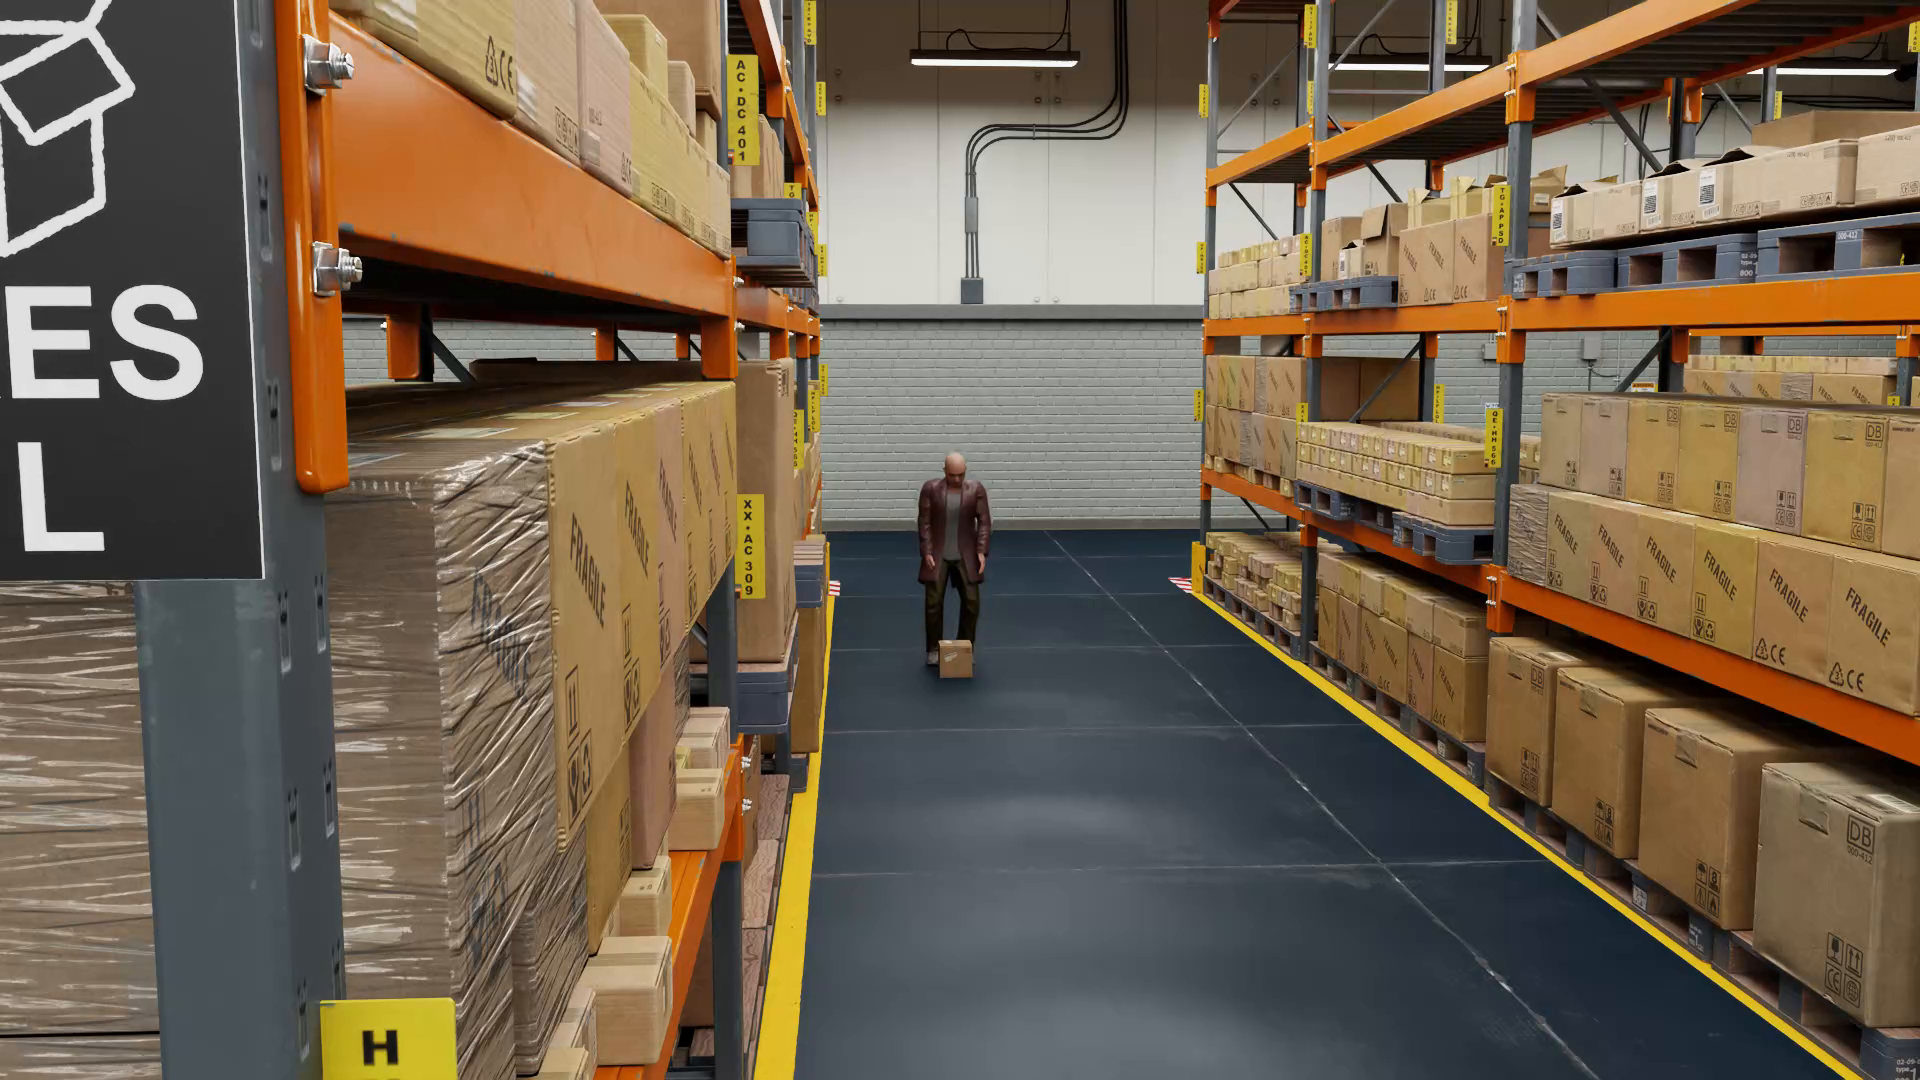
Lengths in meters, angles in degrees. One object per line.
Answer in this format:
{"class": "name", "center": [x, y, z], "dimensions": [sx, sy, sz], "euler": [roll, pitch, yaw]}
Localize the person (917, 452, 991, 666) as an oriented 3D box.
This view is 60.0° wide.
{"class": "person", "center": [-0.047, 0.146, 13.373], "dimensions": [0.595, 1.715, 0.449], "euler": [0, 7, -2]}
